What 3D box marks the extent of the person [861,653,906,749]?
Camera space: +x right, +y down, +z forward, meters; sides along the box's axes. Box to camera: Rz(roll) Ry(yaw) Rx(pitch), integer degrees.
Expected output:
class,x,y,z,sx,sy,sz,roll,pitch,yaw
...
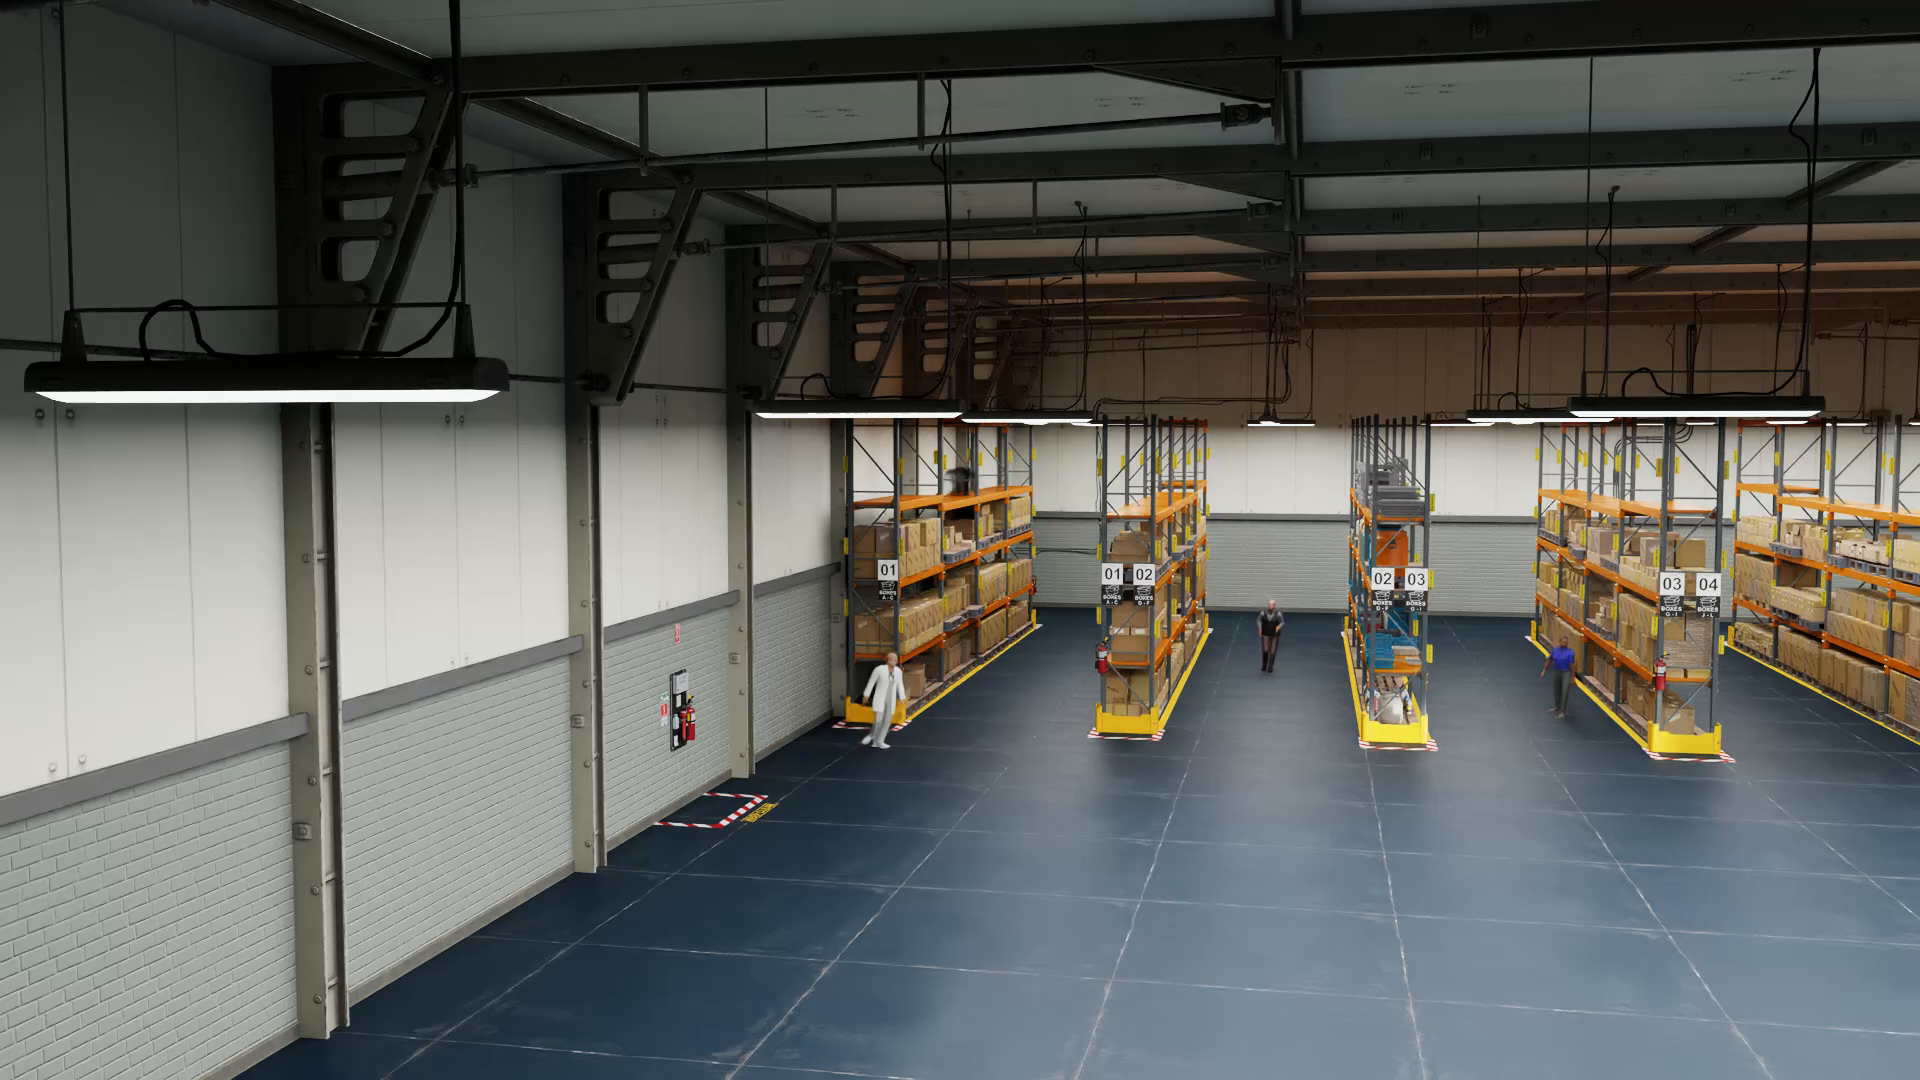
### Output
class,x,y,z,sx,sy,sz,roll,pitch,yaw
person,-1.373,2.874,29.796,0.743,1.747,0.570,-2,4,-30

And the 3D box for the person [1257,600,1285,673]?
class,x,y,z,sx,sy,sz,roll,pitch,yaw
person,7.307,2.273,39.057,0.647,1.708,0.673,0,4,7

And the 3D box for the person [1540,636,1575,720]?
class,x,y,z,sx,sy,sz,roll,pitch,yaw
person,11.945,2.703,33.155,0.786,1.638,0.630,-4,5,-44
